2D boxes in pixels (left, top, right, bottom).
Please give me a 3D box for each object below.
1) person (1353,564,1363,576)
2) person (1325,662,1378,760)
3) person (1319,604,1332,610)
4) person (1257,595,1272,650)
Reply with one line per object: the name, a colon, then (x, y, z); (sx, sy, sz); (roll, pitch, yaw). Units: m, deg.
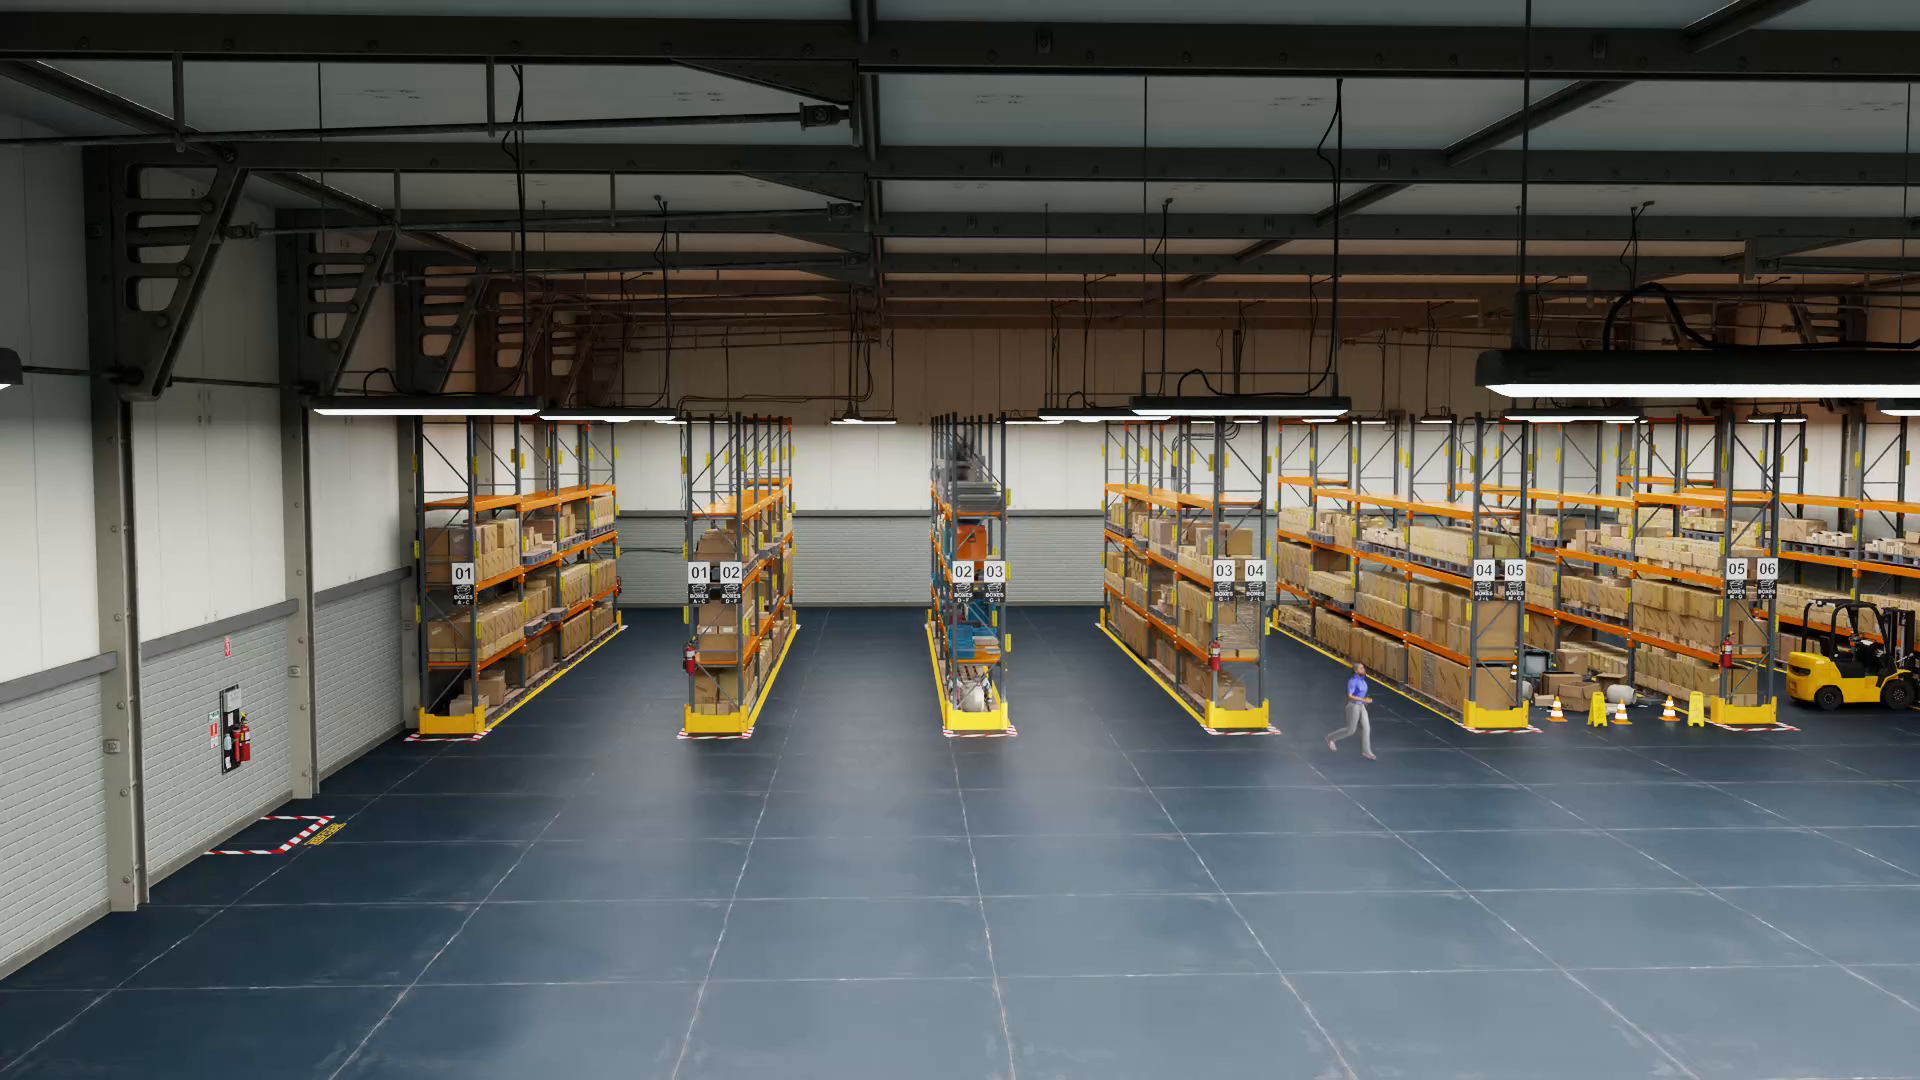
person: (11.758, 1.512, 49.264); (0.853, 1.730, 0.608); (0, 4, -1)
person: (6.832, 2.943, 28.865); (0.908, 1.663, 0.588); (3, 5, 39)
person: (10.658, 1.564, 48.473); (0.712, 1.724, 0.766); (-3, 5, -38)
person: (7.487, 2.012, 41.671); (0.662, 1.840, 0.778); (-1, 4, -8)
